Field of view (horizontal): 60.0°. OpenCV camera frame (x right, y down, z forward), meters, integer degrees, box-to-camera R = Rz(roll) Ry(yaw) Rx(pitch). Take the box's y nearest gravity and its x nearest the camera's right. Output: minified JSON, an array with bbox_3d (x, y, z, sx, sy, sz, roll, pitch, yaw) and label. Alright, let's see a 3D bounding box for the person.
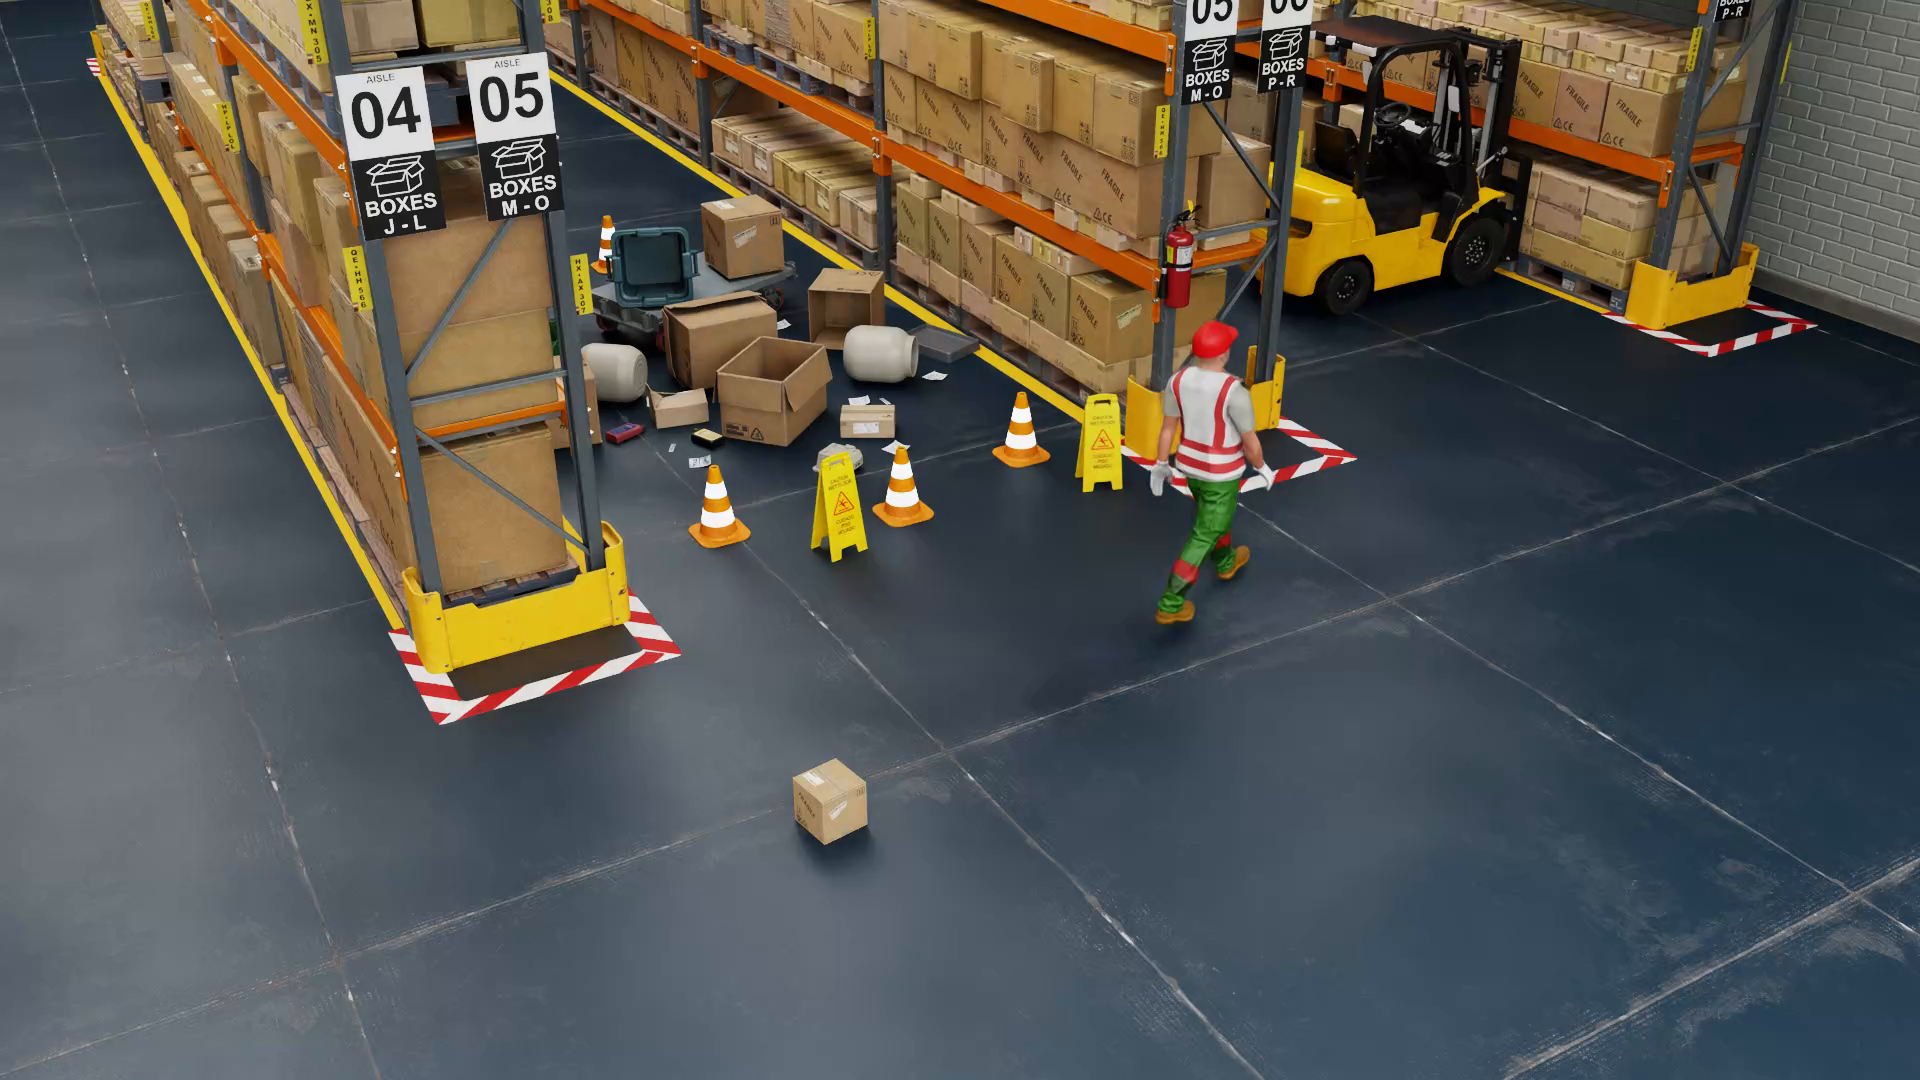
[{"bbox_3d":[1.437,-0.419,9.320,1.061,1.743,0.567,-24,37,-37],"label":"person"}]
